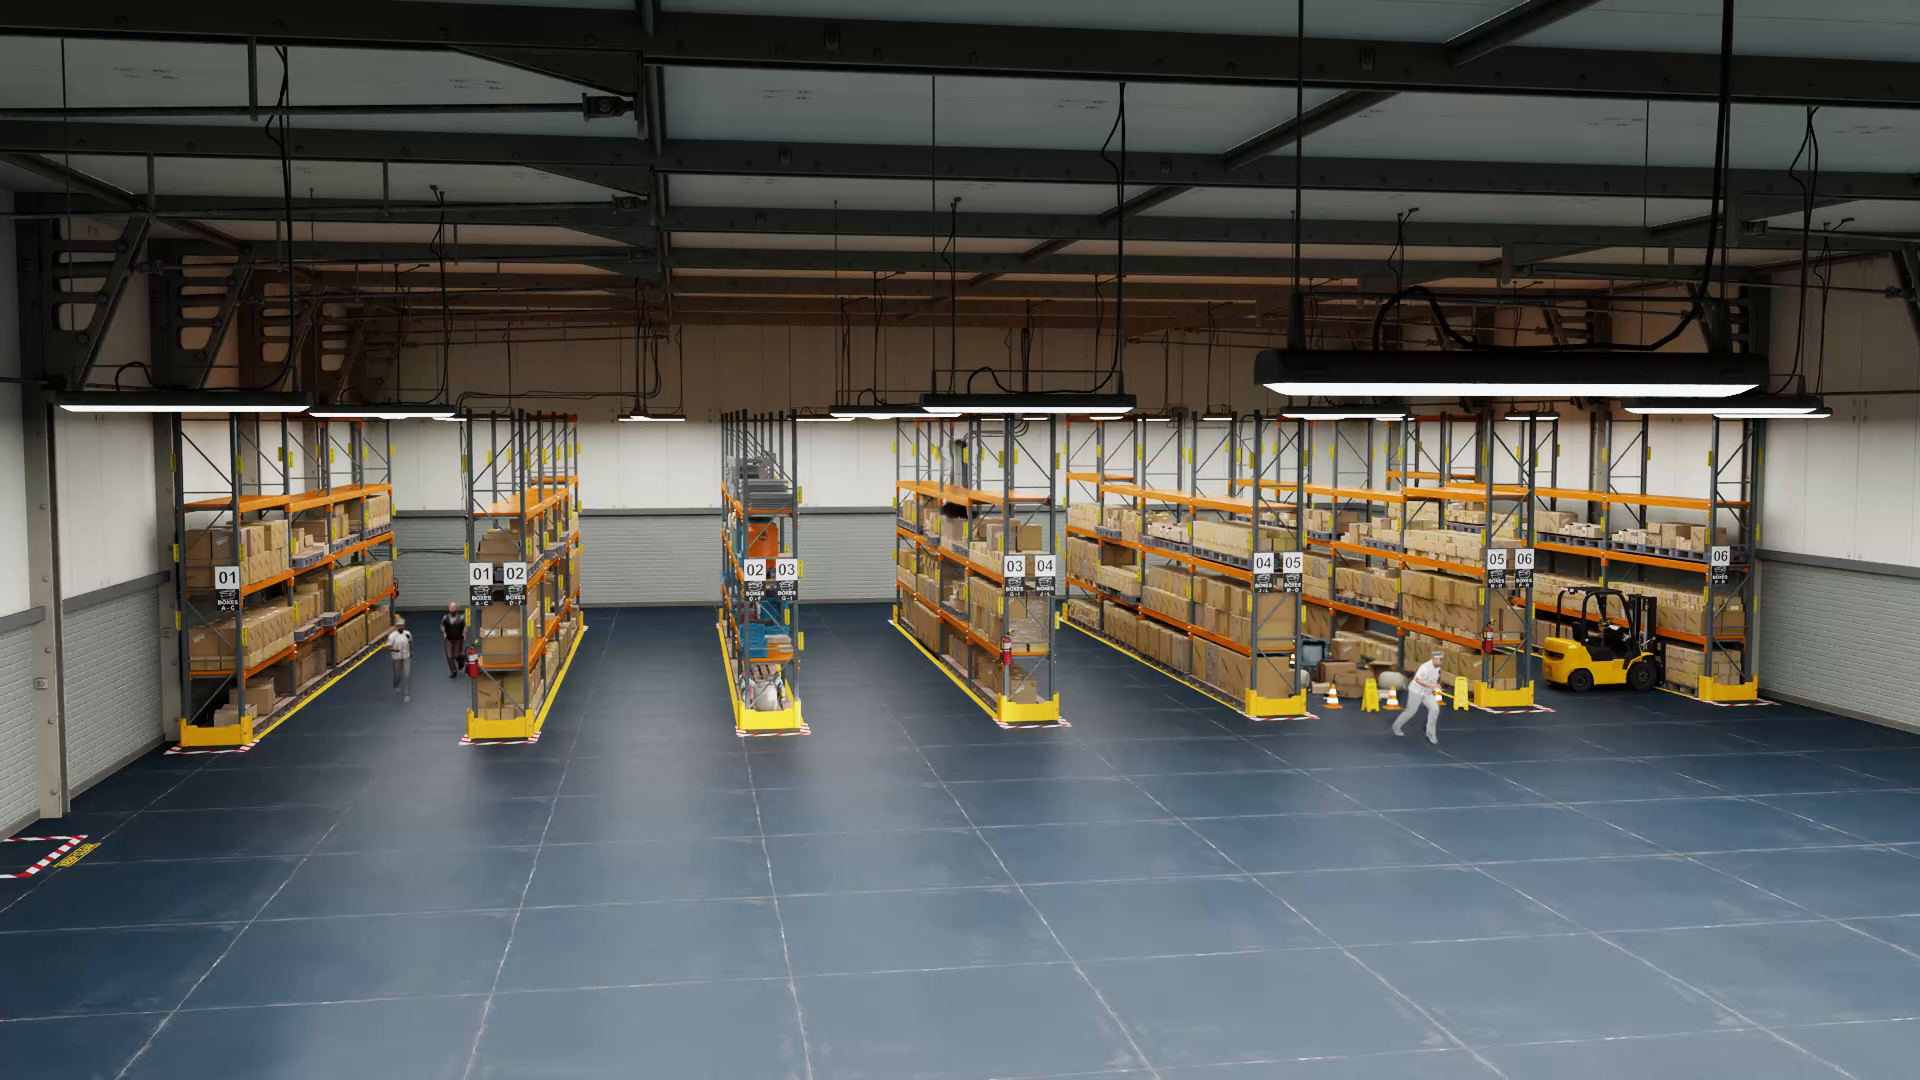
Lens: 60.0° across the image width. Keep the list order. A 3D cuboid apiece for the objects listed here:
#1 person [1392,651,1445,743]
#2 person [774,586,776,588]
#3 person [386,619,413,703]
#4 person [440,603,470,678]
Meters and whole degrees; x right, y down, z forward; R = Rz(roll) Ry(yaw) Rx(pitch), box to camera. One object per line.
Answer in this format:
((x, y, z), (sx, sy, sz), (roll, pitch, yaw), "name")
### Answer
((8.308, 2.829, 30.132), (0.708, 1.720, 1.015), (-4, 6, -44), "person")
((-5.428, 1.498, 48.975), (0.786, 1.747, 0.540), (0, 4, -2), "person")
((-11.593, 2.471, 34.483), (0.579, 1.707, 0.924), (-2, 5, -30), "person")
((-11.463, 2.266, 37.685), (0.661, 1.682, 0.585), (0, 4, -5), "person")
